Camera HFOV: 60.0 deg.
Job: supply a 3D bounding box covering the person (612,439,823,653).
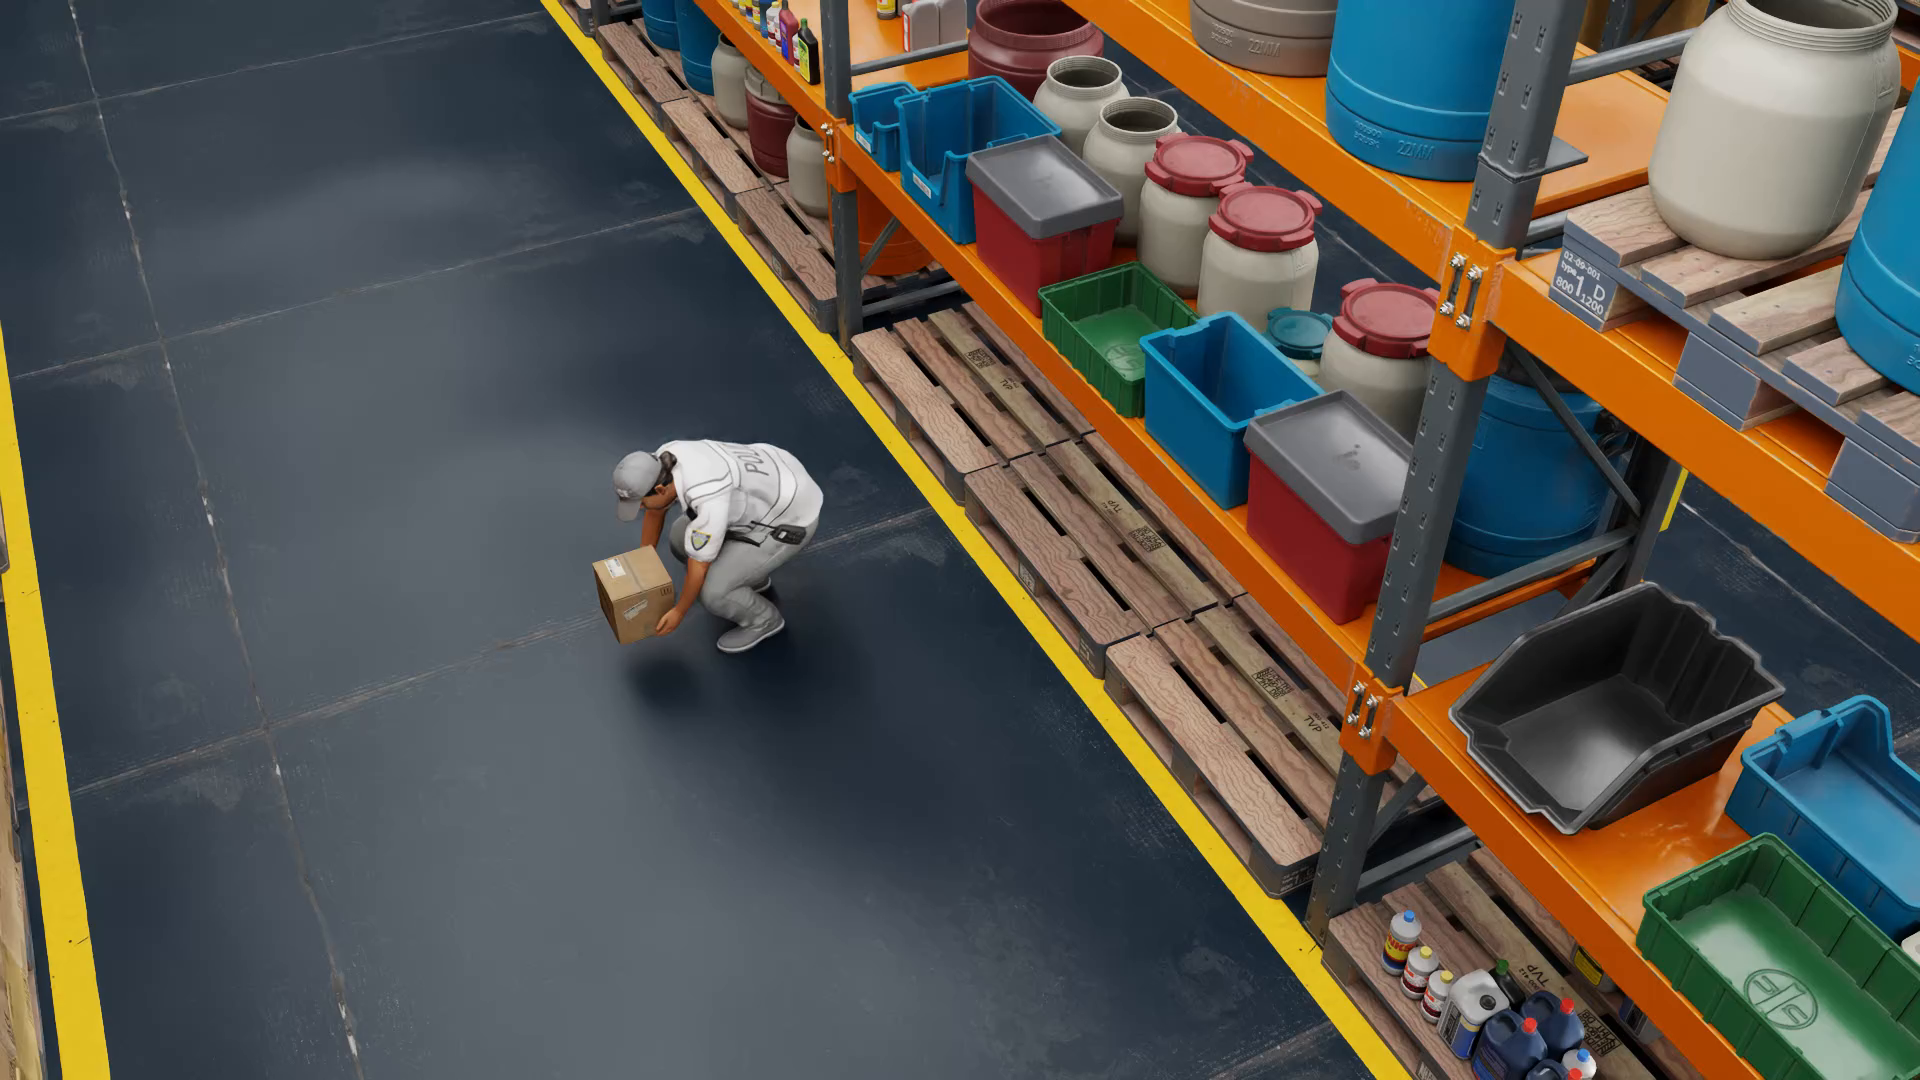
[{"bbox_3d":[-0.955,-0.032,6.669,0.834,1.041,0.532,-19,45,-20],"label":"person"}]
